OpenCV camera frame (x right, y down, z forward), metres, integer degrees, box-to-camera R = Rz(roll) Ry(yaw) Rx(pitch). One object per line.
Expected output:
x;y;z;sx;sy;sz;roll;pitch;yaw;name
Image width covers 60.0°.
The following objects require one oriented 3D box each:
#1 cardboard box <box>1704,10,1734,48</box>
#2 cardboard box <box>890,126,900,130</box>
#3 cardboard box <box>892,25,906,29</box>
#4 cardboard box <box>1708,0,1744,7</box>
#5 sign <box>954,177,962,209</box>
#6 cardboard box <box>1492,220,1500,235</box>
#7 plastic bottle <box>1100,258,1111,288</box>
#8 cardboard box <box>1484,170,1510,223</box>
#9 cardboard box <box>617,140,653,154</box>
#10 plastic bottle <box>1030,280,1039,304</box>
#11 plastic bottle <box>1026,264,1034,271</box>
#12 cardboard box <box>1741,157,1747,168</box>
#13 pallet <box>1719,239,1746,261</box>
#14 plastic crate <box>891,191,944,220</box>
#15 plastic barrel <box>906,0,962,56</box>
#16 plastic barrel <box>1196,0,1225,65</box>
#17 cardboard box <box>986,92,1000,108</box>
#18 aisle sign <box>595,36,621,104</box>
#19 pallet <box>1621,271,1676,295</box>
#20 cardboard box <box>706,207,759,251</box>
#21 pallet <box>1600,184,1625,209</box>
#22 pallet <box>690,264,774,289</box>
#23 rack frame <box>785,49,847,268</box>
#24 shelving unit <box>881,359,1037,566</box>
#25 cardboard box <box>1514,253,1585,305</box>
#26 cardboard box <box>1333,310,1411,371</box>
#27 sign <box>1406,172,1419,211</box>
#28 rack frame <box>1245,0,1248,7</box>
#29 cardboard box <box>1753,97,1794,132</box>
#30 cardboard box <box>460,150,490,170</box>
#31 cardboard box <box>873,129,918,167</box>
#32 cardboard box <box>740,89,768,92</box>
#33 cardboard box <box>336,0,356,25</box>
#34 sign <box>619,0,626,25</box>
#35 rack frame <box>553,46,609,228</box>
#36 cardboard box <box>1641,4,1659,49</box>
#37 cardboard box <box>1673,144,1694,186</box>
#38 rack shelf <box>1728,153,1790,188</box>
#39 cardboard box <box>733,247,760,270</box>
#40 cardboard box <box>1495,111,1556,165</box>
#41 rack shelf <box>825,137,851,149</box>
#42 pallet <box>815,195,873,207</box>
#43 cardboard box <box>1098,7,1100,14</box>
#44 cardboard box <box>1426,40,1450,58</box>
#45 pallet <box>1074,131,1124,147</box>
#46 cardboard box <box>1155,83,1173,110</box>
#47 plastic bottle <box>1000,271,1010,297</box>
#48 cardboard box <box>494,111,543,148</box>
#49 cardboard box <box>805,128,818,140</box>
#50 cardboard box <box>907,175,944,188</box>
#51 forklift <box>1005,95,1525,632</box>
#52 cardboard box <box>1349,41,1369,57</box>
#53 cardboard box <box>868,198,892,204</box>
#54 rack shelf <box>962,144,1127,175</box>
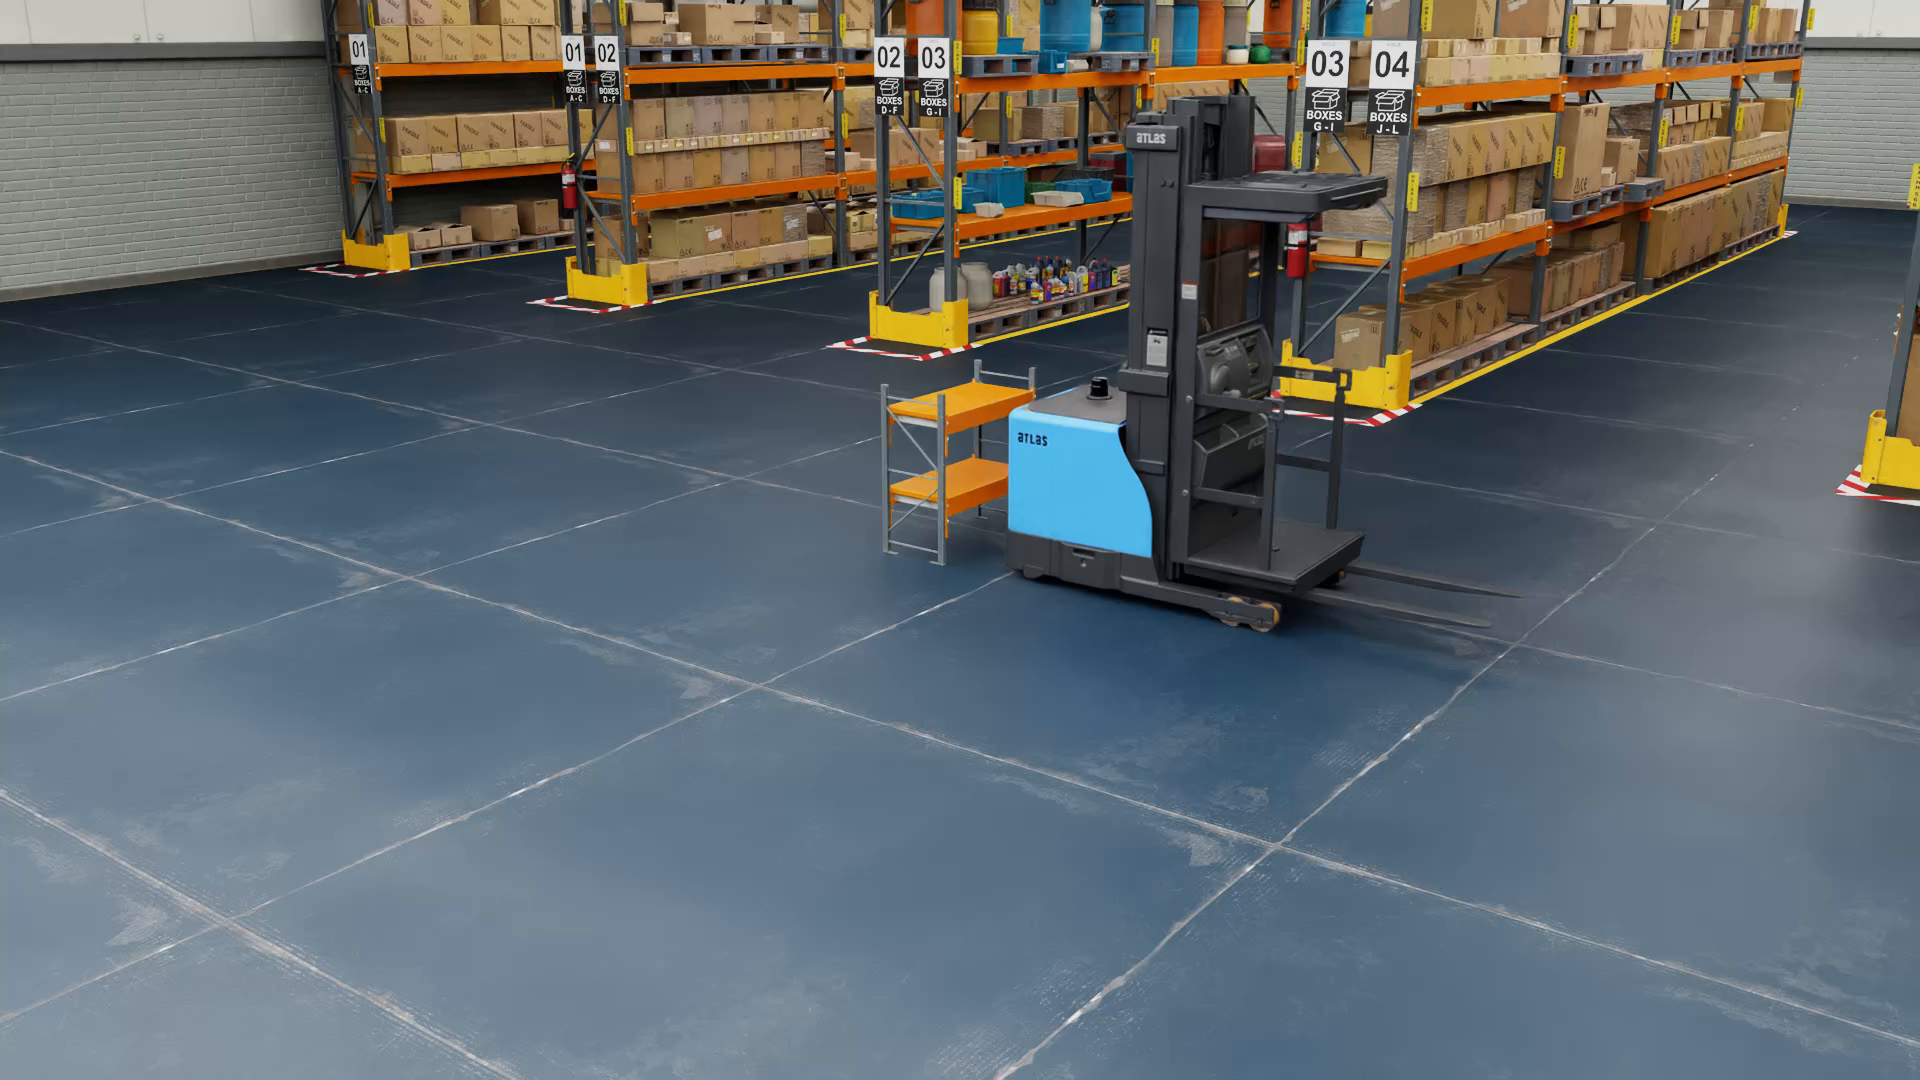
10.327;-7.122;23.187;0.700;0.500;0.500;13;22;36;cardboard box
-1.376;-7.902;32.022;0.380;0.149;0.250;13;21;36;cardboard box
-1.051;-10.021;32.774;0.500;0.250;0.500;13;21;35;cardboard box
11.230;-7.891;24.229;0.500;0.250;0.500;11;20;31;cardboard box
-0.024;-3.633;17.417;0.100;0.325;0.005;12;21;35;sign
5.221;-3.164;16.798;0.380;0.149;0.250;12;21;35;cardboard box
1.767;-3.292;20.512;0.144;0.351;0.185;12;21;33;plastic bottle
5.036;-3.520;16.851;0.875;0.500;0.500;12;21;35;cardboard box
-4.033;-4.888;20.663;0.380;0.149;0.250;12;21;34;cardboard box
0.867;-2.883;19.327;0.097;0.271;0.097;0;17;0;plastic bottle
0.861;-3.268;20.549;0.061;0.283;0.133;14;22;37;plastic bottle
11.420;-5.599;24.638;0.380;0.149;0.250;13;22;36;cardboard box
11.180;-4.417;25.112;1.003;0.211;1.213;12;21;35;pallet
-0.406;-3.700;18.350;0.499;0.251;0.616;12;21;35;plastic crate
-0.276;-5.575;17.648;0.600;0.830;0.708;12;21;35;plastic barrel
3.250;-6.829;22.393;0.600;0.830;0.708;12;21;35;plastic barrel
0.393;-9.005;34.677;0.980;0.700;0.700;12;21;34;cardboard box
-4.233;-5.647;19.985;0.394;0.787;0.004;12;21;35;aisle sign
8.811;-3.472;22.067;1.003;0.211;1.213;12;21;35;pallet
-3.045;-4.166;22.264;0.500;0.500;0.500;12;21;35;cardboard box
7.134;-4.058;19.578;1.003;0.211;1.213;12;21;35;pallet
-3.290;-3.622;22.551;1.003;0.211;1.213;12;21;35;pallet
-2.056;-5.428;23.664;1.000;3.000;0.127;12;21;35;rack frame
0.004;-0.539;11.082;0.538;1.125;1.048;12;21;35;shelving unit
6.913;-3.078;19.572;0.700;0.500;0.500;10;20;30;cardboard box
3.900;-1.876;15.734;0.500;0.500;0.500;-15;23;-40;cardboard box
3.950;-3.041;14.519;0.100;0.325;0.005;12;21;35;sign
5.094;-11.151;31.978;1.000;3.000;0.127;12;21;35;rack frame
12.968;-6.800;26.571;0.500;0.500;0.500;13;21;35;cardboard box
-7.268;-5.594;24.418;0.500;0.250;0.500;12;21;34;cardboard box
-0.973;-5.900;25.017;0.500;0.500;0.500;12;21;35;cardboard box
-3.591;-7.966;29.870;0.500;0.250;0.500;13;22;36;cardboard box
-8.373;-7.465;23.280;0.500;0.500;0.500;14;22;37;cardboard box
-3.997;-6.263;19.689;0.100;0.325;0.005;12;21;35;sign
-6.037;-6.302;26.479;1.000;3.000;0.127;12;21;35;rack frame
7.901;-6.066;19.650;0.500;0.500;0.500;12;21;35;cardboard box
9.397;-4.990;22.086;0.500;0.500;0.500;12;21;34;cardboard box
11.856;-5.714;25.800;1.077;0.370;4.000;12;21;35;rack shelf
-3.046;-3.808;22.375;0.500;0.250;0.500;12;21;35;cardboard box
5.850;-4.188;17.315;0.500;0.500;0.500;12;21;35;cardboard box
-2.462;-7.387;31.188;1.077;0.370;4.000;12;21;35;rack shelf
-2.396;-6.387;31.454;1.003;0.211;1.213;12;21;35;pallet
1.971;-8.791;28.393;0.600;0.600;0.600;12;21;34;cardboard box
4.096;-4.344;14.697;0.380;0.149;0.250;13;21;36;cardboard box
2.147;-7.070;29.277;1.003;0.211;1.213;12;21;35;pallet
3.524;-8.044;30.233;0.500;0.500;0.500;12;21;33;cardboard box
0.537;-3.063;19.887;0.061;0.283;0.133;12;21;35;plastic bottle
-6.672;-6.193;25.083;0.500;0.500;0.500;12;21;33;cardboard box
-2.195;-5.624;23.034;0.380;0.149;0.250;12;21;34;cardboard box
-0.742;-7.374;33.439;0.700;0.500;0.500;13;21;35;cardboard box
1.792;-1.049;9.679;3.031;2.935;1.130;11;21;32;forklift
3.429;-4.396;14.865;0.380;0.149;0.250;12;21;35;cardboard box
-1.139;-5.092;25.567;0.500;0.311;0.500;12;21;34;cardboard box
1.519;-6.513;28.372;1.077;0.370;4.000;12;21;35;rack shelf
